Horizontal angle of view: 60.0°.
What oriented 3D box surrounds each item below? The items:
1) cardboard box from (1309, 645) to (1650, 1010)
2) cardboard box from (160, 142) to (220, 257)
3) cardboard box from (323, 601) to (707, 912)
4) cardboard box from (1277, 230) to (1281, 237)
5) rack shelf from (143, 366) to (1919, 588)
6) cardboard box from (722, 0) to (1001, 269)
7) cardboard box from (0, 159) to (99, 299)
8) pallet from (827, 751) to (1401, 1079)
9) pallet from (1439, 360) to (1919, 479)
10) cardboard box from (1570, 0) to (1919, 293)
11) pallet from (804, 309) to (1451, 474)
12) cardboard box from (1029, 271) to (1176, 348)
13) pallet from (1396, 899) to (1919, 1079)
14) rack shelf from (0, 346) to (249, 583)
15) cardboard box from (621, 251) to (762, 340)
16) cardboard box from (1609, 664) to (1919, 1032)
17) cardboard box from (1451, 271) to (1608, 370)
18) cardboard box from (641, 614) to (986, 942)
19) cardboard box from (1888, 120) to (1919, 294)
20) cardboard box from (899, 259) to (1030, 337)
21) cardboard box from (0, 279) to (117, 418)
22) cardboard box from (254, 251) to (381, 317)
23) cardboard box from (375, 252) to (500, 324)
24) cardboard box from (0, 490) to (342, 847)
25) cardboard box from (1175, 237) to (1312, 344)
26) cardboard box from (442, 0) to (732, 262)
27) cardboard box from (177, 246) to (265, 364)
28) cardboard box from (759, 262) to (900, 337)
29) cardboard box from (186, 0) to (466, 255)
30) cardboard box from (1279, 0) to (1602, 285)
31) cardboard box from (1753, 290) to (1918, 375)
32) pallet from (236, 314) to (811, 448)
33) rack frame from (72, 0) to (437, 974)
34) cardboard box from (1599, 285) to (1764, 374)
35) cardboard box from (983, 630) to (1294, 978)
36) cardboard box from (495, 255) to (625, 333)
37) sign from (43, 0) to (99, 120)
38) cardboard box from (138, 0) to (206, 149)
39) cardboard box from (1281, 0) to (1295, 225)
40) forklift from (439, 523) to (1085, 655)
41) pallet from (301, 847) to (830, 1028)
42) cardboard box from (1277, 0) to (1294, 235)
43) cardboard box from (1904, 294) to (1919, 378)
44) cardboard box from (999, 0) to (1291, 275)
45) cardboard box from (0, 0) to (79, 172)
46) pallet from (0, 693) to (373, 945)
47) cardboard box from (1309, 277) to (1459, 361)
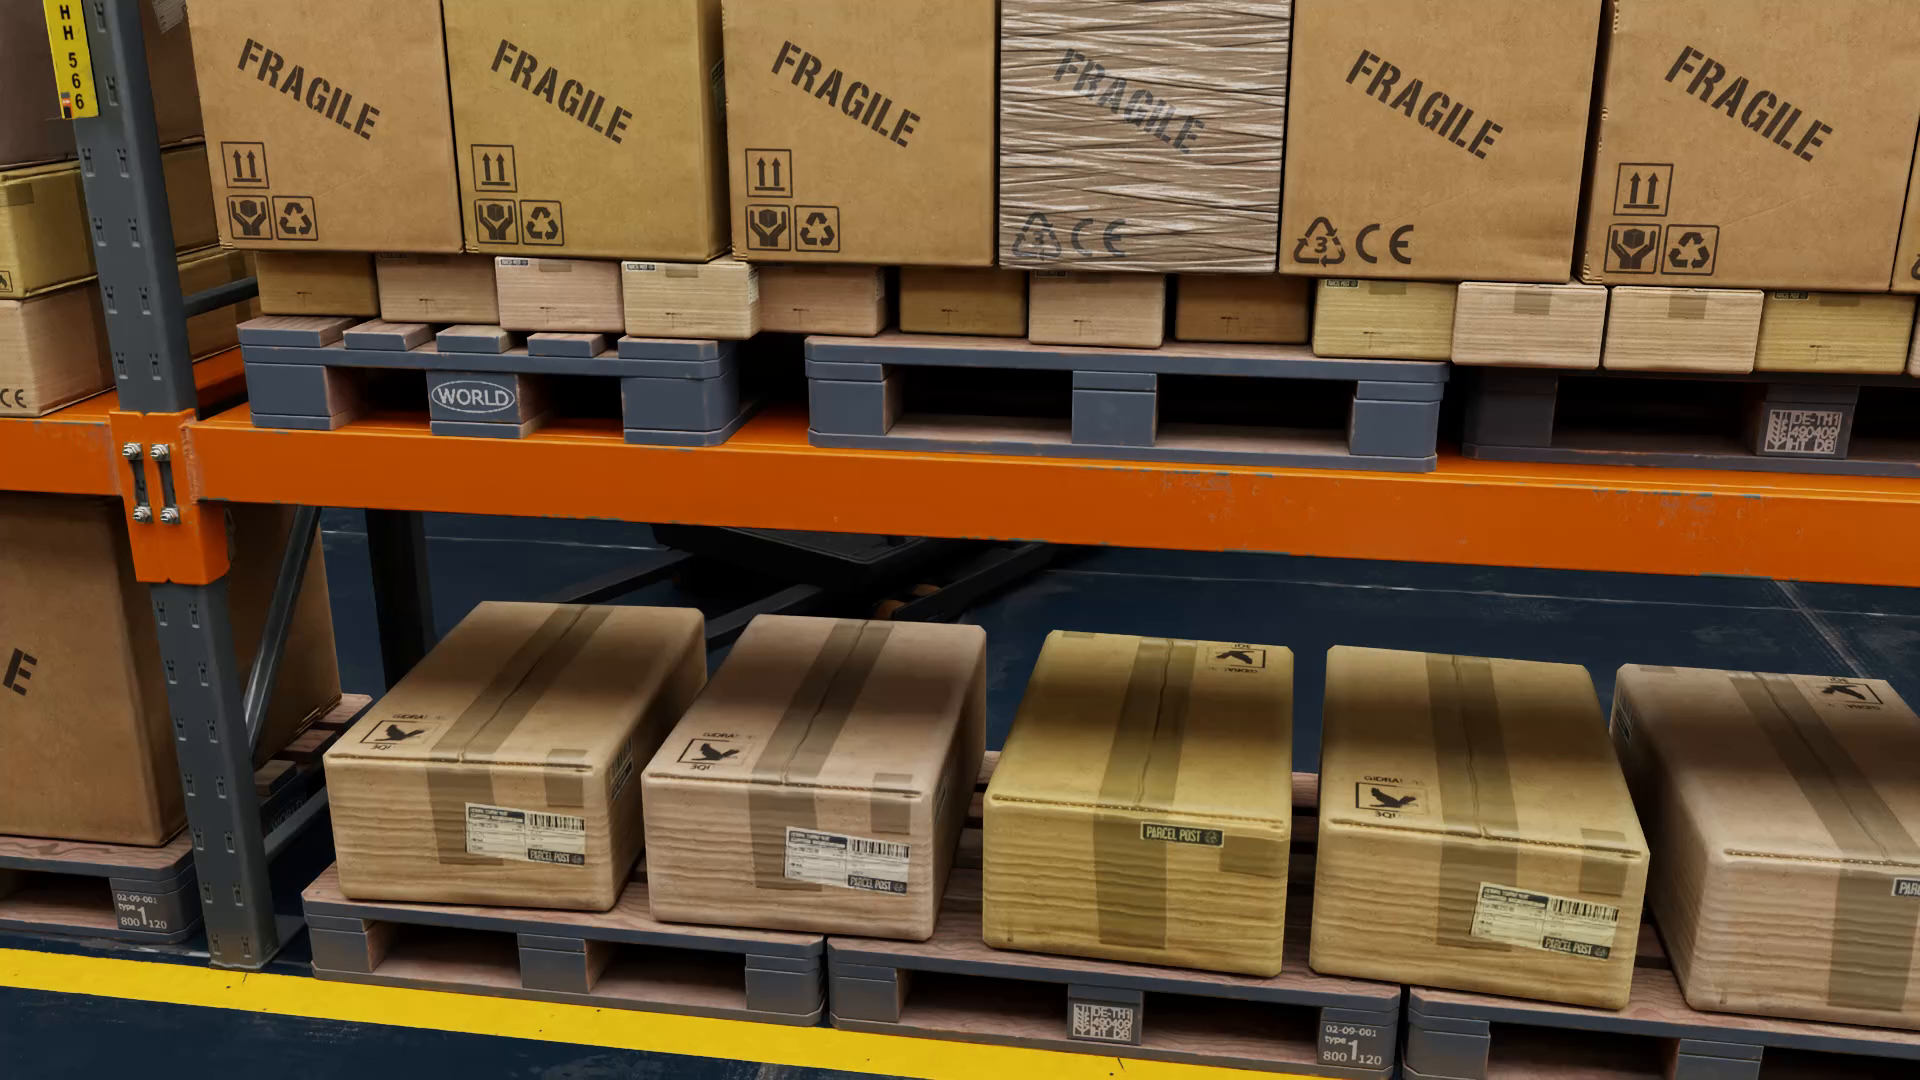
[{"bbox_3d":[1.129,0.603,3.754,0.625,0.372,0.950,4,19,12],"label":"cardboard box"},{"bbox_3d":[-2.053,-0.854,4.076,0.500,0.250,0.500,3,19,8],"label":"cardboard box"},{"bbox_3d":[-1.035,0.494,4.080,0.625,0.372,0.950,2,19,5],"label":"cardboard box"},{"bbox_3d":[0.834,-0.635,3.708,0.250,0.149,0.380,3,19,9],"label":"cardboard box"},{"bbox_3d":[0.383,-0.143,3.637,4.000,0.370,1.077,3,19,9],"label":"rack shelf"},{"bbox_3d":[-0.143,-0.829,3.264,0.500,0.500,0.500,3,19,10],"label":"cardboard box"},{"bbox_3d":[-2.110,-0.696,3.603,0.500,0.250,0.500,3,19,8],"label":"cardboard box"},{"bbox_3d":[0.381,0.839,3.962,1.213,0.211,1.003,3,19,9],"label":"pallet"},{"bbox_3d":[1.626,-0.377,3.504,1.213,0.211,1.003,3,19,9],"label":"pallet"},{"bbox_3d":[1.376,-0.747,3.020,0.500,0.500,0.500,3,19,9],"label":"cardboard box"},{"bbox_3d":[0.370,-0.407,3.595,1.213,0.211,1.003,3,19,9],"label":"pallet"},{"bbox_3d":[0.288,-0.494,3.285,0.250,0.149,0.380,4,19,10],"label":"cardboard box"},{"bbox_3d":[1.589,0.900,3.780,1.213,0.211,1.003,3,19,9],"label":"pallet"},{"bbox_3d":[-3.566,-0.344,4.239,4.000,0.370,1.077,3,19,9],"label":"rack shelf"},{"bbox_3d":[-0.495,-0.517,3.355,0.250,0.149,0.380,3,19,9],"label":"cardboard box"},{"bbox_3d":[1.840,0.638,3.649,0.625,0.372,0.950,3,19,9],"label":"cardboard box"},{"bbox_3d":[1.036,-0.435,3.111,0.250,0.149,0.380,3,19,9],"label":"cardboard box"},{"bbox_3d":[-0.305,0.528,3.976,0.625,0.372,0.950,3,19,8],"label":"cardboard box"},{"bbox_3d":[1.865,-0.723,2.947,0.500,0.500,0.500,3,19,8],"label":"cardboard box"},{"bbox_3d":[0.040,-0.527,3.386,0.250,0.149,0.380,4,19,11],"label":"cardboard box"},{"bbox_3d":[-2.132,-0.458,3.680,0.500,0.250,0.500,2,19,7],"label":"cardboard box"},{"bbox_3d":[-1.300,-0.590,3.574,0.250,0.149,0.380,2,19,5],"label":"cardboard box"},{"bbox_3d":[-1.026,-0.566,3.500,0.250,0.149,0.380,2,19,5],"label":"cardboard box"},{"bbox_3d":[-2.260,0.163,4.276,0.875,0.875,0.875,3,19,8],"label":"cardboard box"},{"bbox_3d":[0.557,-0.504,3.317,0.250,0.149,0.380,2,19,7],"label":"cardboard box"},{"bbox_3d":[-0.668,-0.853,3.338,0.500,0.500,0.500,4,19,11],"label":"cardboard box"},{"bbox_3d":[-2.035,-0.617,4.157,0.500,0.250,0.500,3,19,8],"label":"cardboard box"},{"bbox_3d":[-0.245,-0.529,3.392,0.250,0.149,0.380,4,19,12],"label":"cardboard box"},{"bbox_3d":[-1.184,-0.877,3.410,0.500,0.500,0.500,2,19,7],"label":"cardboard box"},{"bbox_3d":[0.867,-0.775,3.104,0.500,0.500,0.500,4,19,11],"label":"cardboard box"},{"bbox_3d":[1.549,-0.422,3.070,0.250,0.149,0.380,2,19,7],"label":"cardboard box"},{"bbox_3d":[-0.871,-0.491,3.847,1.003,0.211,1.213,3,19,9],"label":"pallet"},{"bbox_3d":[-1.591,-0.585,3.824,0.127,3.000,1.000,3,19,9],"label":"rack frame"},{"bbox_3d":[1.288,-0.424,3.076,0.250,0.149,0.380,3,19,8],"label":"cardboard box"},{"bbox_3d":[0.443,0.568,3.857,0.625,0.372,0.950,4,19,10],"label":"cardboard box"},{"bbox_3d":[-0.763,-0.537,3.416,0.250,0.149,0.380,2,19,5],"label":"cardboard box"},{"bbox_3d":[-1.676,-0.960,3.120,0.005,0.325,0.100,3,19,9],"label":"sign"},{"bbox_3d":[-2.040,-1.208,3.952,0.500,0.500,0.500,2,19,7],"label":"cardboard box"},{"bbox_3d":[0.960,-0.939,3.593,0.500,0.500,0.500,3,19,8],"label":"cardboard box"},{"bbox_3d":[-0.456,-1.194,5.751,1.130,2.935,3.031,13,23,34],"label":"forklift"},{"bbox_3d":[-0.820,0.777,4.147,1.213,0.211,1.003,3,19,9],"label":"pallet"},{"bbox_3d":[0.451,-0.961,3.661,0.500,0.500,0.500,2,19,6],"label":"cardboard box"},{"bbox_3d":[1.806,-0.403,3.014,0.250,0.149,0.380,3,19,9],"label":"cardboard box"},{"bbox_3d":[0.350,-0.801,3.182,0.500,0.500,0.500,2,19,7],"label":"cardboard box"},{"bbox_3d":[-2.143,-1.051,3.482,0.500,0.500,0.500,2,19,7],"label":"cardboard box"},{"bbox_3d":[-2.358,0.674,4.455,1.213,0.211,1.003,3,19,9],"label":"pallet"},{"bbox_3d":[0.801,-0.459,3.181,0.250,0.149,0.380,3,19,9],"label":"cardboard box"}]
